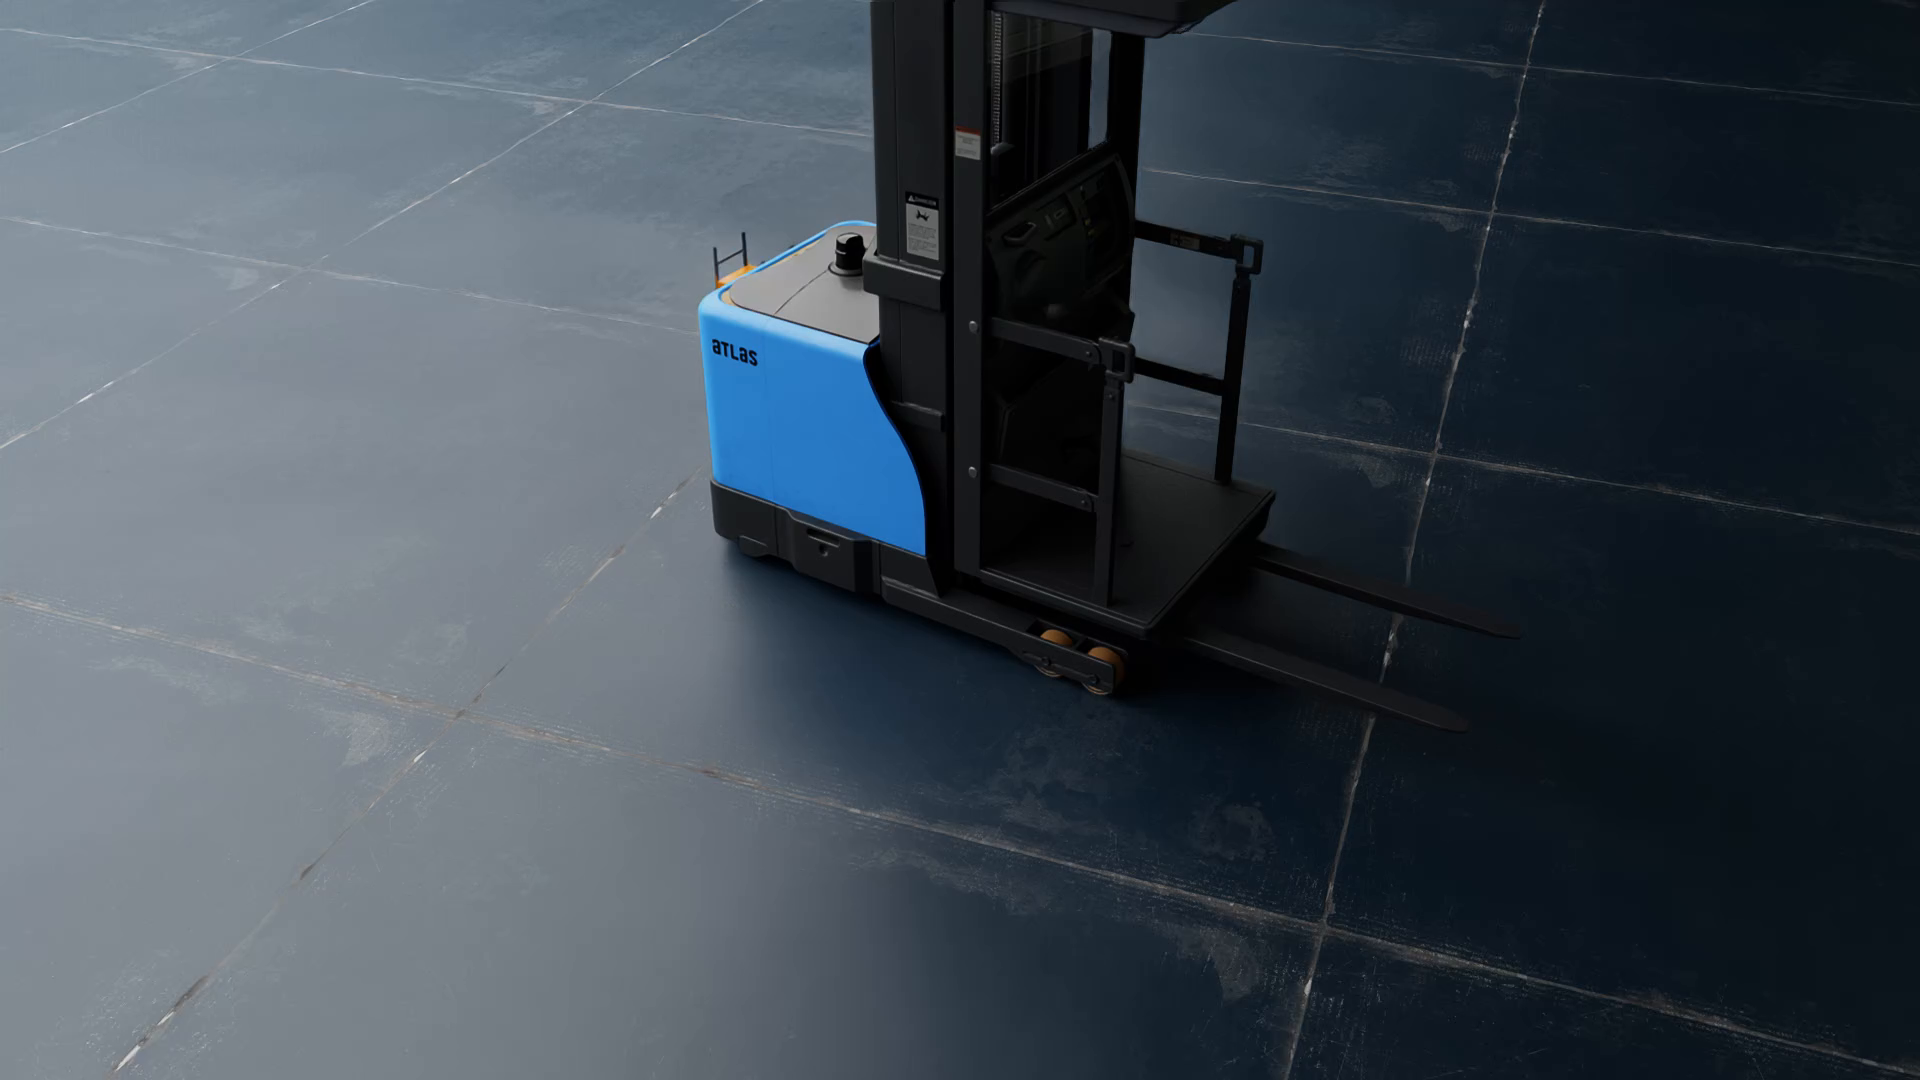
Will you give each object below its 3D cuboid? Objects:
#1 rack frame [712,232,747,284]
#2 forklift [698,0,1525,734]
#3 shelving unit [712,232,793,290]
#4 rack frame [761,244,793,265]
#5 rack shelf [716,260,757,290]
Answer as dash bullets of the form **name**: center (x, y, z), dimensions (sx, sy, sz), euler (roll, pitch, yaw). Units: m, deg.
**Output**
- **rack frame**: center (-0.928, -0.765, 6.966), dimensions (0.008, 1.050, 0.200), euler (19, 37, 27)
- **forklift**: center (0.530, -1.013, 5.616), dimensions (3.031, 2.935, 1.130), euler (19, 37, 27)
- **shelving unit**: center (-0.825, -0.729, 6.912), dimensions (0.252, 1.050, 0.215), euler (19, 37, 27)
- **rack frame**: center (-0.722, -0.694, 6.857), dimensions (0.008, 1.050, 0.200), euler (19, 37, 27)
- **rack shelf**: center (-0.825, -0.959, 6.764), dimensions (0.240, 0.259, 0.215), euler (19, 37, 27)
